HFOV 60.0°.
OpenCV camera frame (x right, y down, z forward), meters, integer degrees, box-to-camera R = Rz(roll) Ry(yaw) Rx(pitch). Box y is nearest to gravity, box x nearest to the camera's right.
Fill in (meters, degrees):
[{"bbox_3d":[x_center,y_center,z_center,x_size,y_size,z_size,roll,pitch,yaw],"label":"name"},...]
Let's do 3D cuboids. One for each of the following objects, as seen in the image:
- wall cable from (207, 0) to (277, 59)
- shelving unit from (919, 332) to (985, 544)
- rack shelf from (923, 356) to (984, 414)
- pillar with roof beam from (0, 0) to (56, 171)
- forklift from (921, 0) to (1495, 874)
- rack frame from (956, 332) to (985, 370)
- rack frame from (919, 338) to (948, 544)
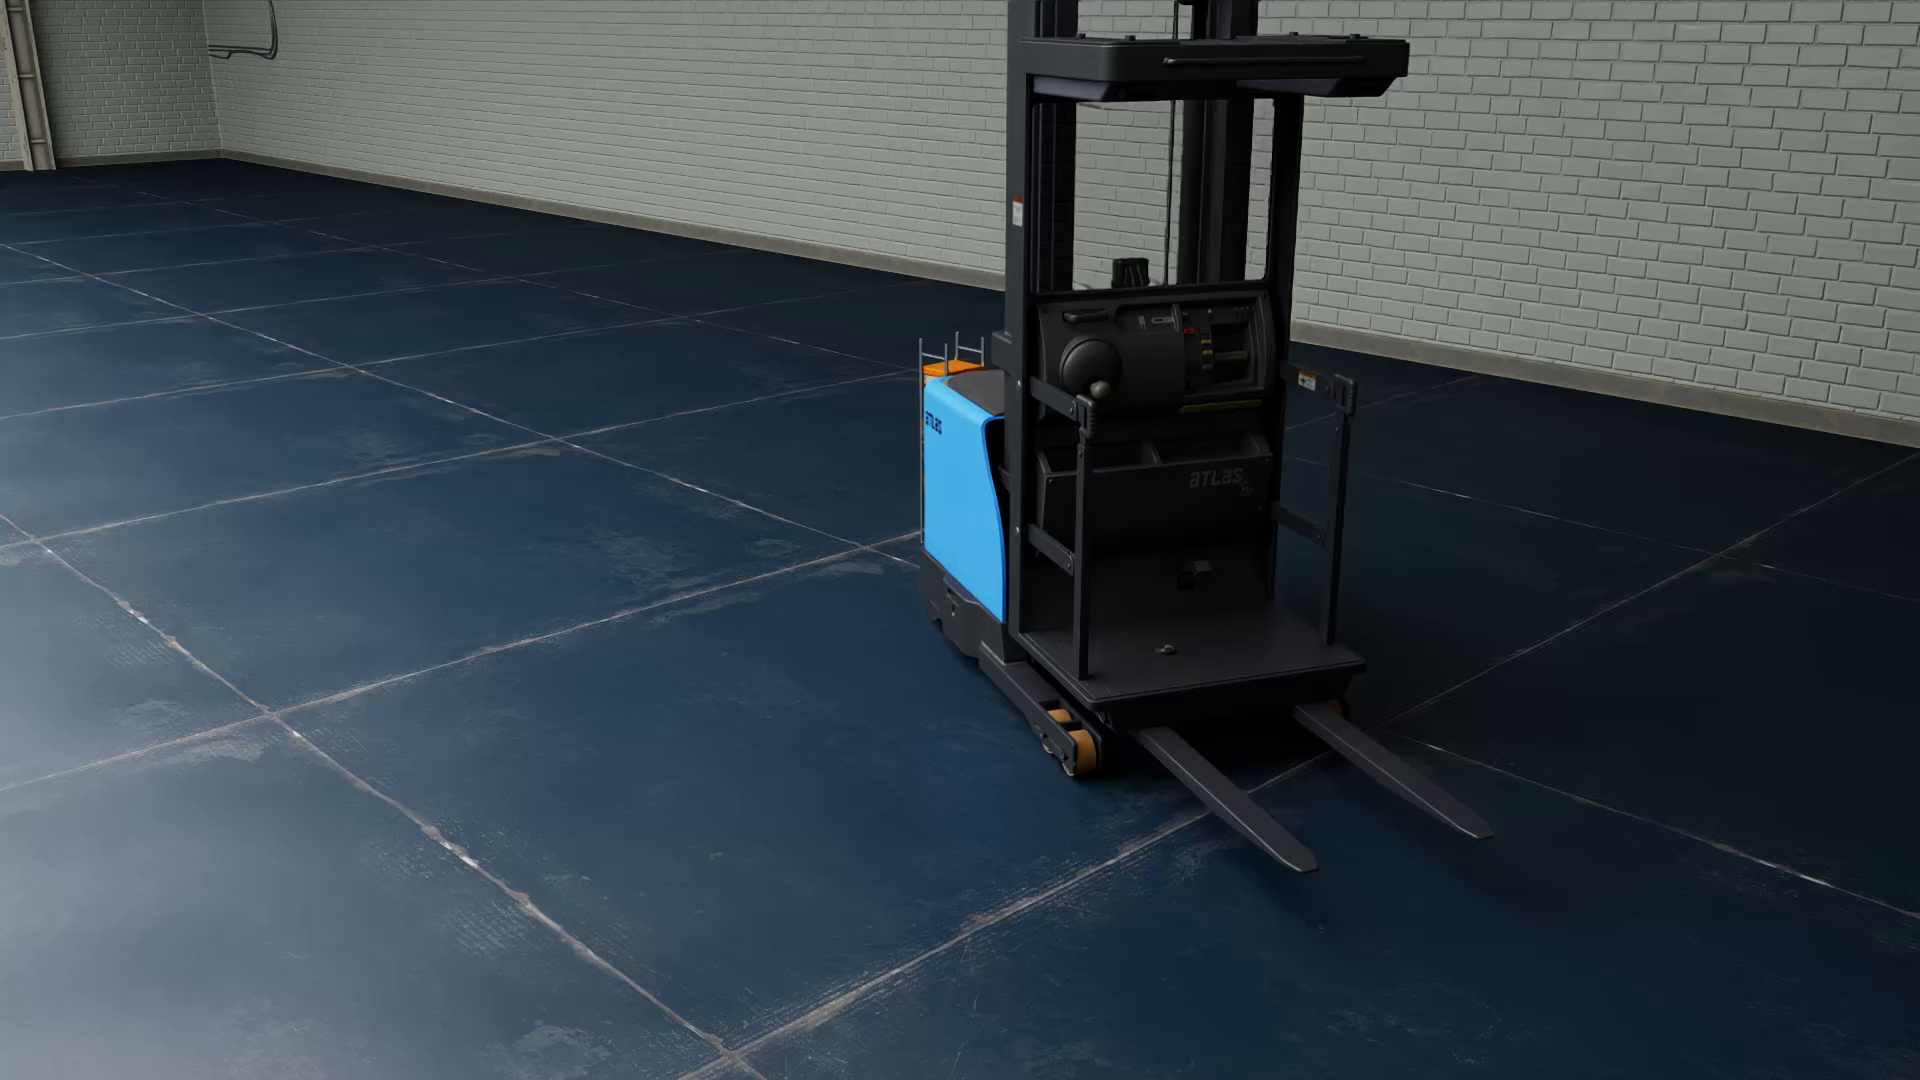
[{"bbox_3d":[-11.960,-9.180,27.242,0.112,2.526,3.097,-16,24,-41],"label":"wall cable"},{"bbox_3d":[-0.039,-0.488,8.288,0.252,1.050,0.215,-16,24,-41],"label":"shelving unit"},{"bbox_3d":[-0.039,-0.748,8.204,0.240,0.259,0.215,-16,24,-41],"label":"rack shelf"},{"bbox_3d":[-12.051,-9.364,22.776,0.400,9.000,9.100,-16,24,-41],"label":"pillar with roof beam"},{"bbox_3d":[0.797,-0.697,5.882,1.130,2.935,3.031,-6,19,-18],"label":"forklift"},{"bbox_3d":[0.050,-0.514,8.368,0.008,1.050,0.200,-16,24,-41],"label":"rack frame"},{"bbox_3d":[-0.128,-0.462,8.208,0.008,1.050,0.200,-16,24,-41],"label":"rack frame"}]
